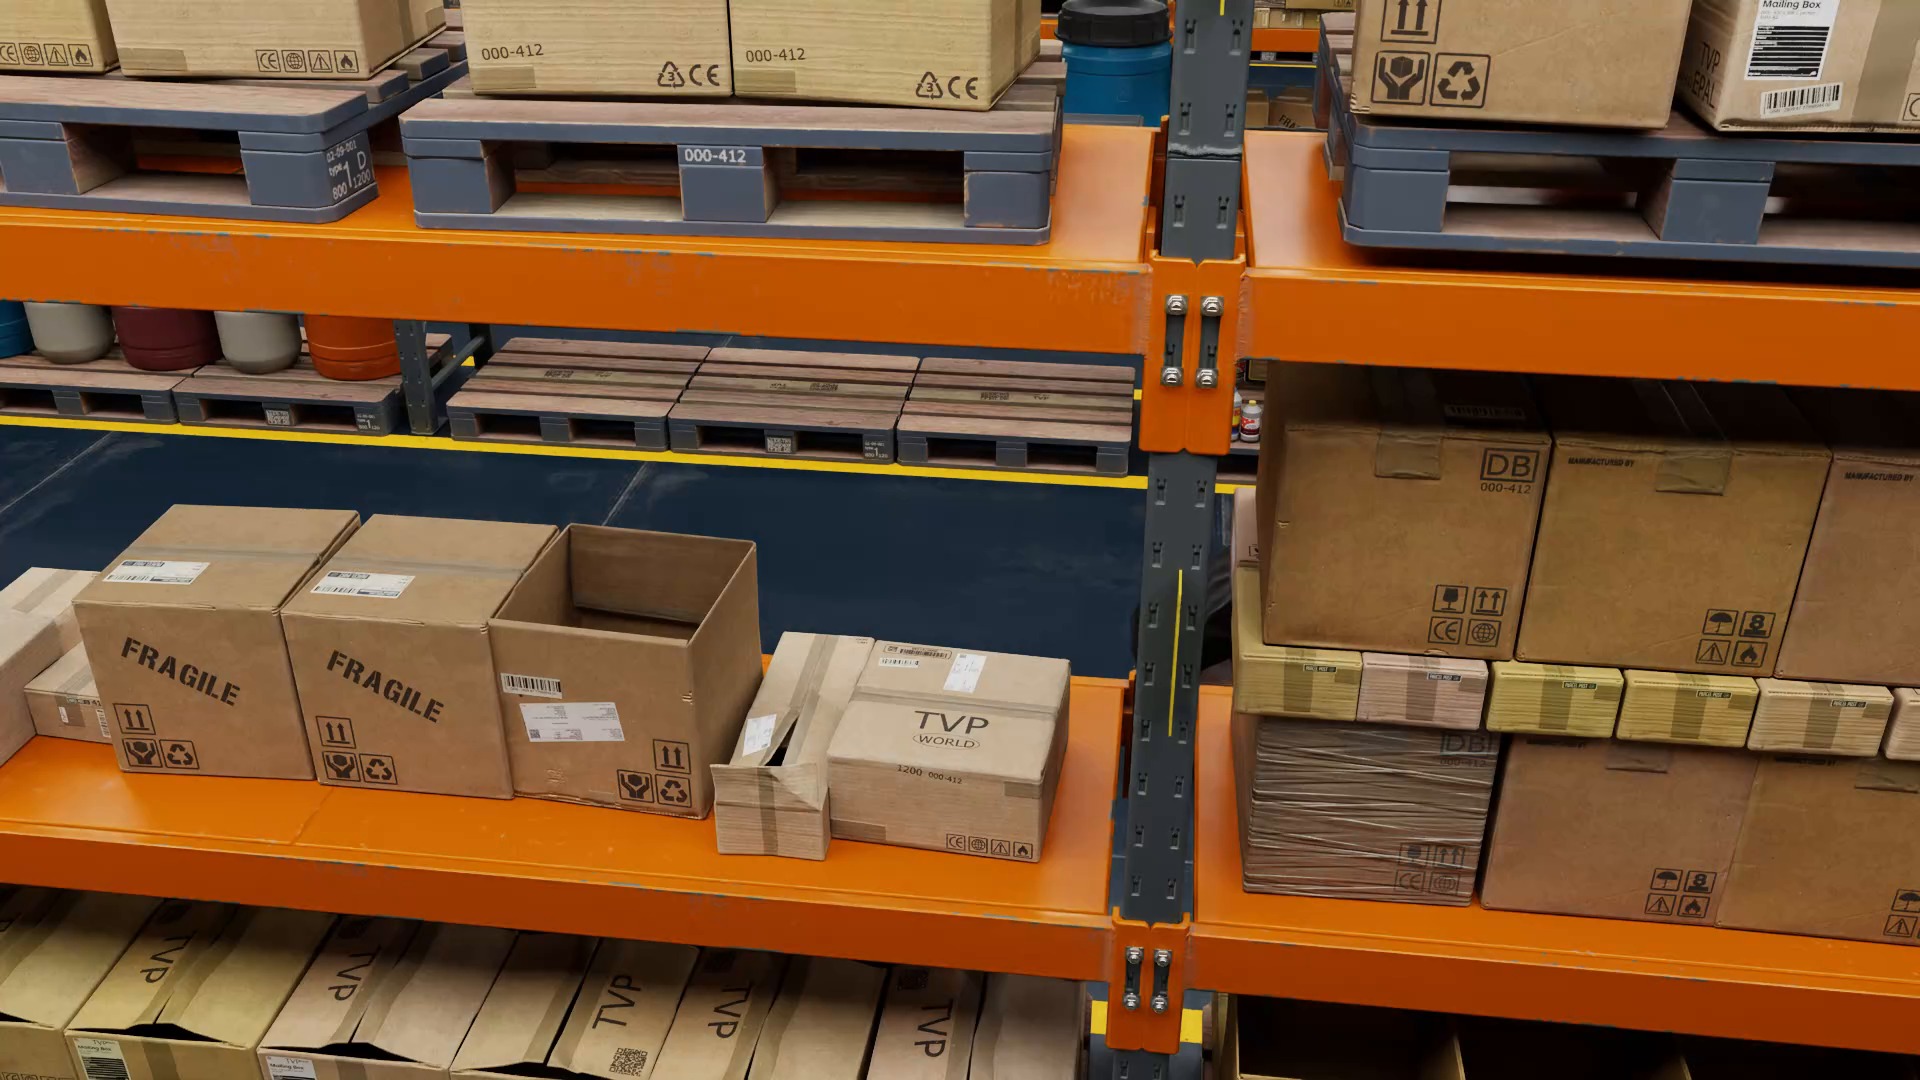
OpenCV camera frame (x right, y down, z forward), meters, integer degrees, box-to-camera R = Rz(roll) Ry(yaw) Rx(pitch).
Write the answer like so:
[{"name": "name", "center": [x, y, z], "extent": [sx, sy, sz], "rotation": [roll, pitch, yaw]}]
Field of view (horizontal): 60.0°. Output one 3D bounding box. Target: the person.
[{"name": "person", "center": [1.080, 0.394, 6.229], "extent": [0.906, 0.959, 0.512], "rotation": [3, 28, 5]}]
